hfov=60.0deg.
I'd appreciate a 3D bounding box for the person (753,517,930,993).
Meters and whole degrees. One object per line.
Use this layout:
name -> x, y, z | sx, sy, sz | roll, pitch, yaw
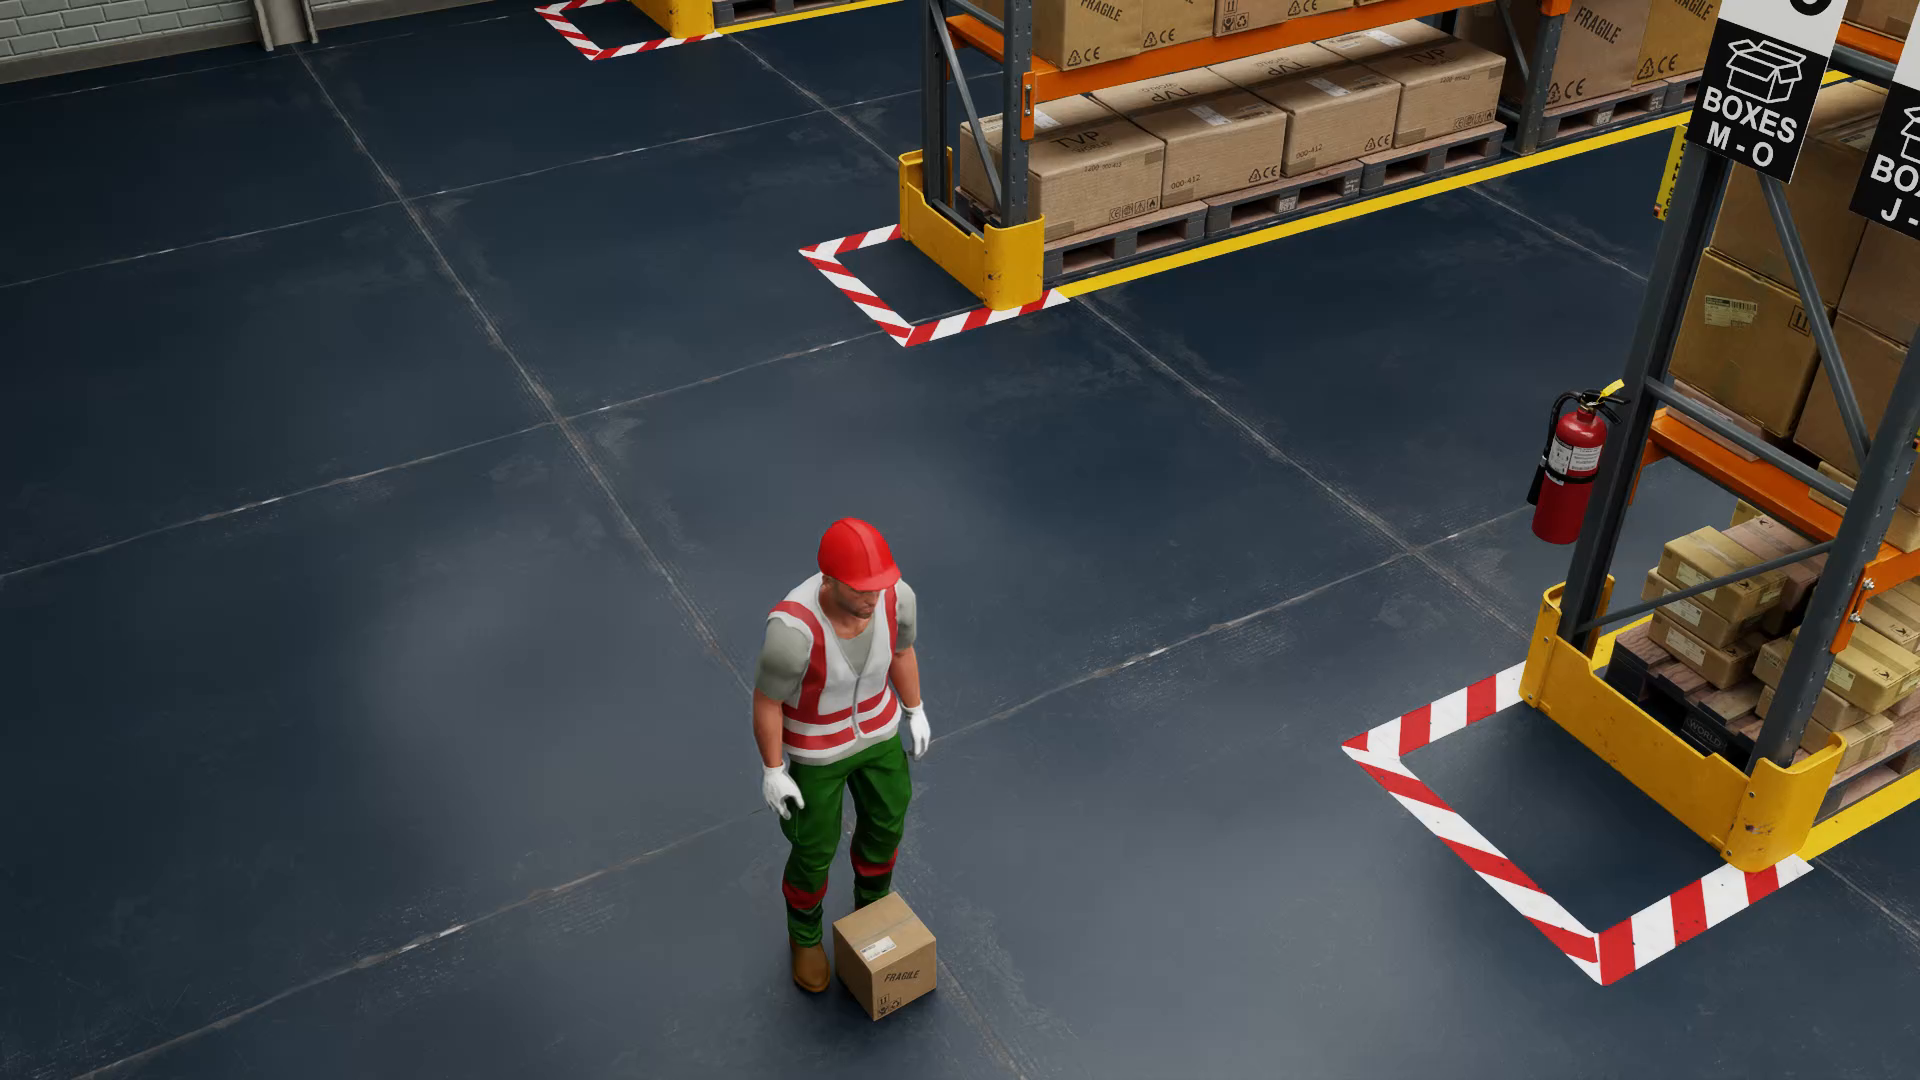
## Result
person -> -0.357, 0.653, 5.254 | 0.611, 1.778, 0.451 | -21, 42, -26
